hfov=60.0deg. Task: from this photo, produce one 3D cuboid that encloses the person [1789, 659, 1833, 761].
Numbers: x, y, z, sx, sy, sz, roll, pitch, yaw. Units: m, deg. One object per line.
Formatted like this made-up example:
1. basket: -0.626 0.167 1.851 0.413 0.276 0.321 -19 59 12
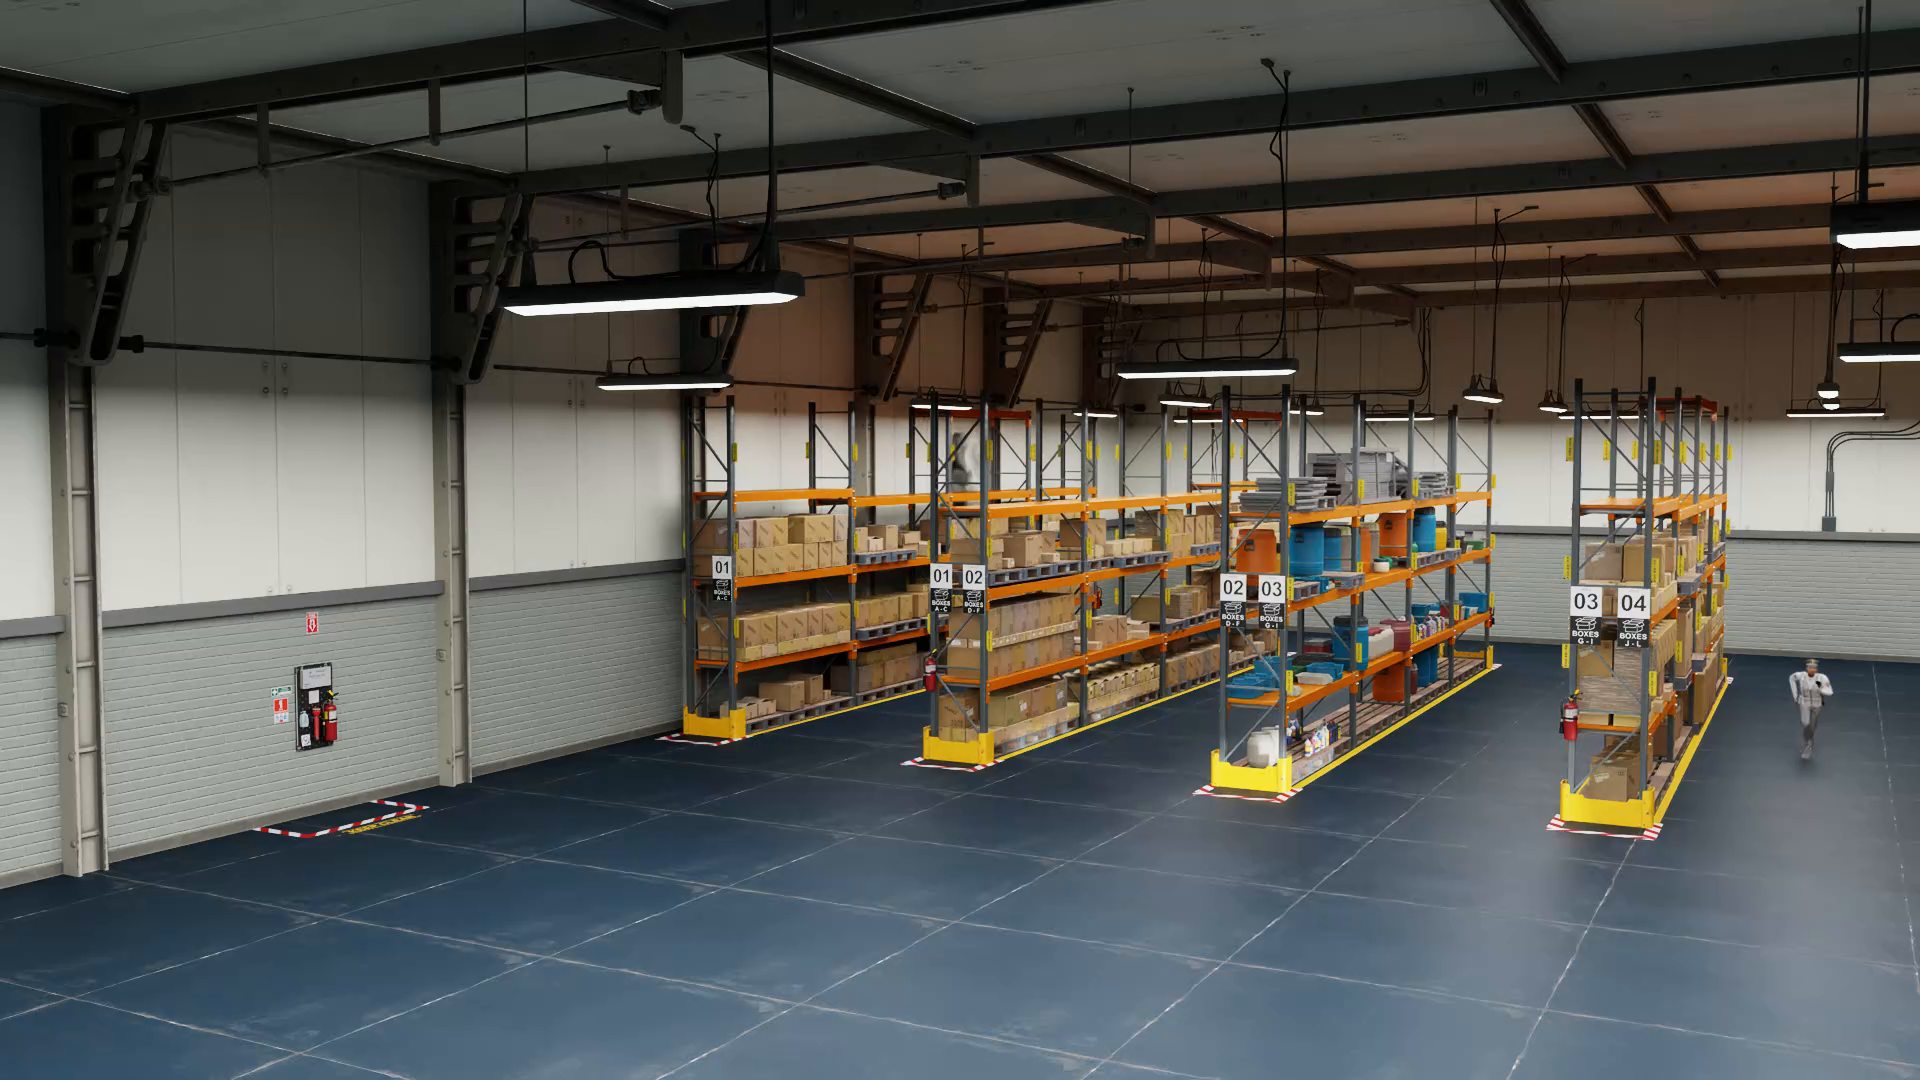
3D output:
1. person: 13.928 2.745 27.239 0.604 1.668 0.882 1 3 20
